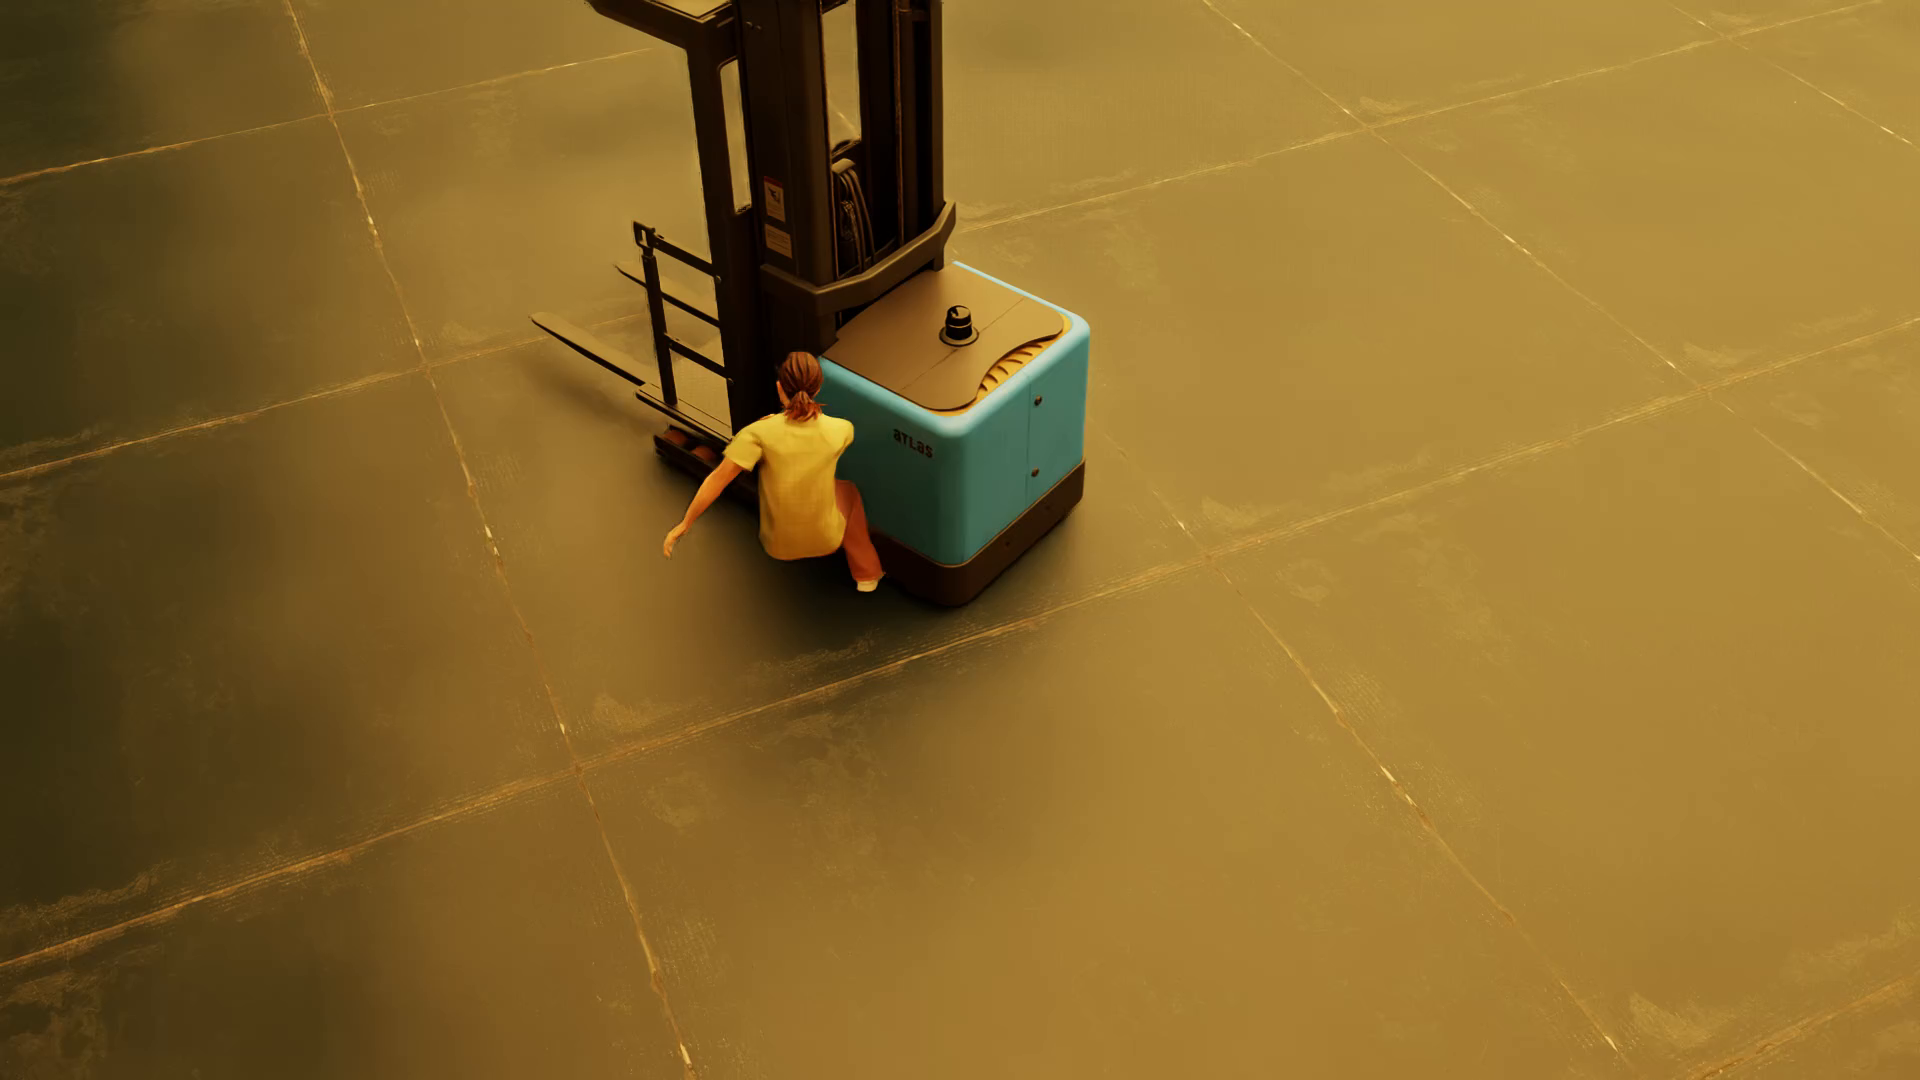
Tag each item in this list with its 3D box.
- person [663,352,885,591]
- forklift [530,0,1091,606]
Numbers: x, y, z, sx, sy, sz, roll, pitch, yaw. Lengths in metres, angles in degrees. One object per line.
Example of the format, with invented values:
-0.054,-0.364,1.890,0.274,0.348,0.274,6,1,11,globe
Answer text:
-0.786,-0.228,7.119,0.976,1.399,0.915,-7,43,-7,person
-0.877,-1.620,7.416,3.031,2.935,1.130,29,50,27,forklift
